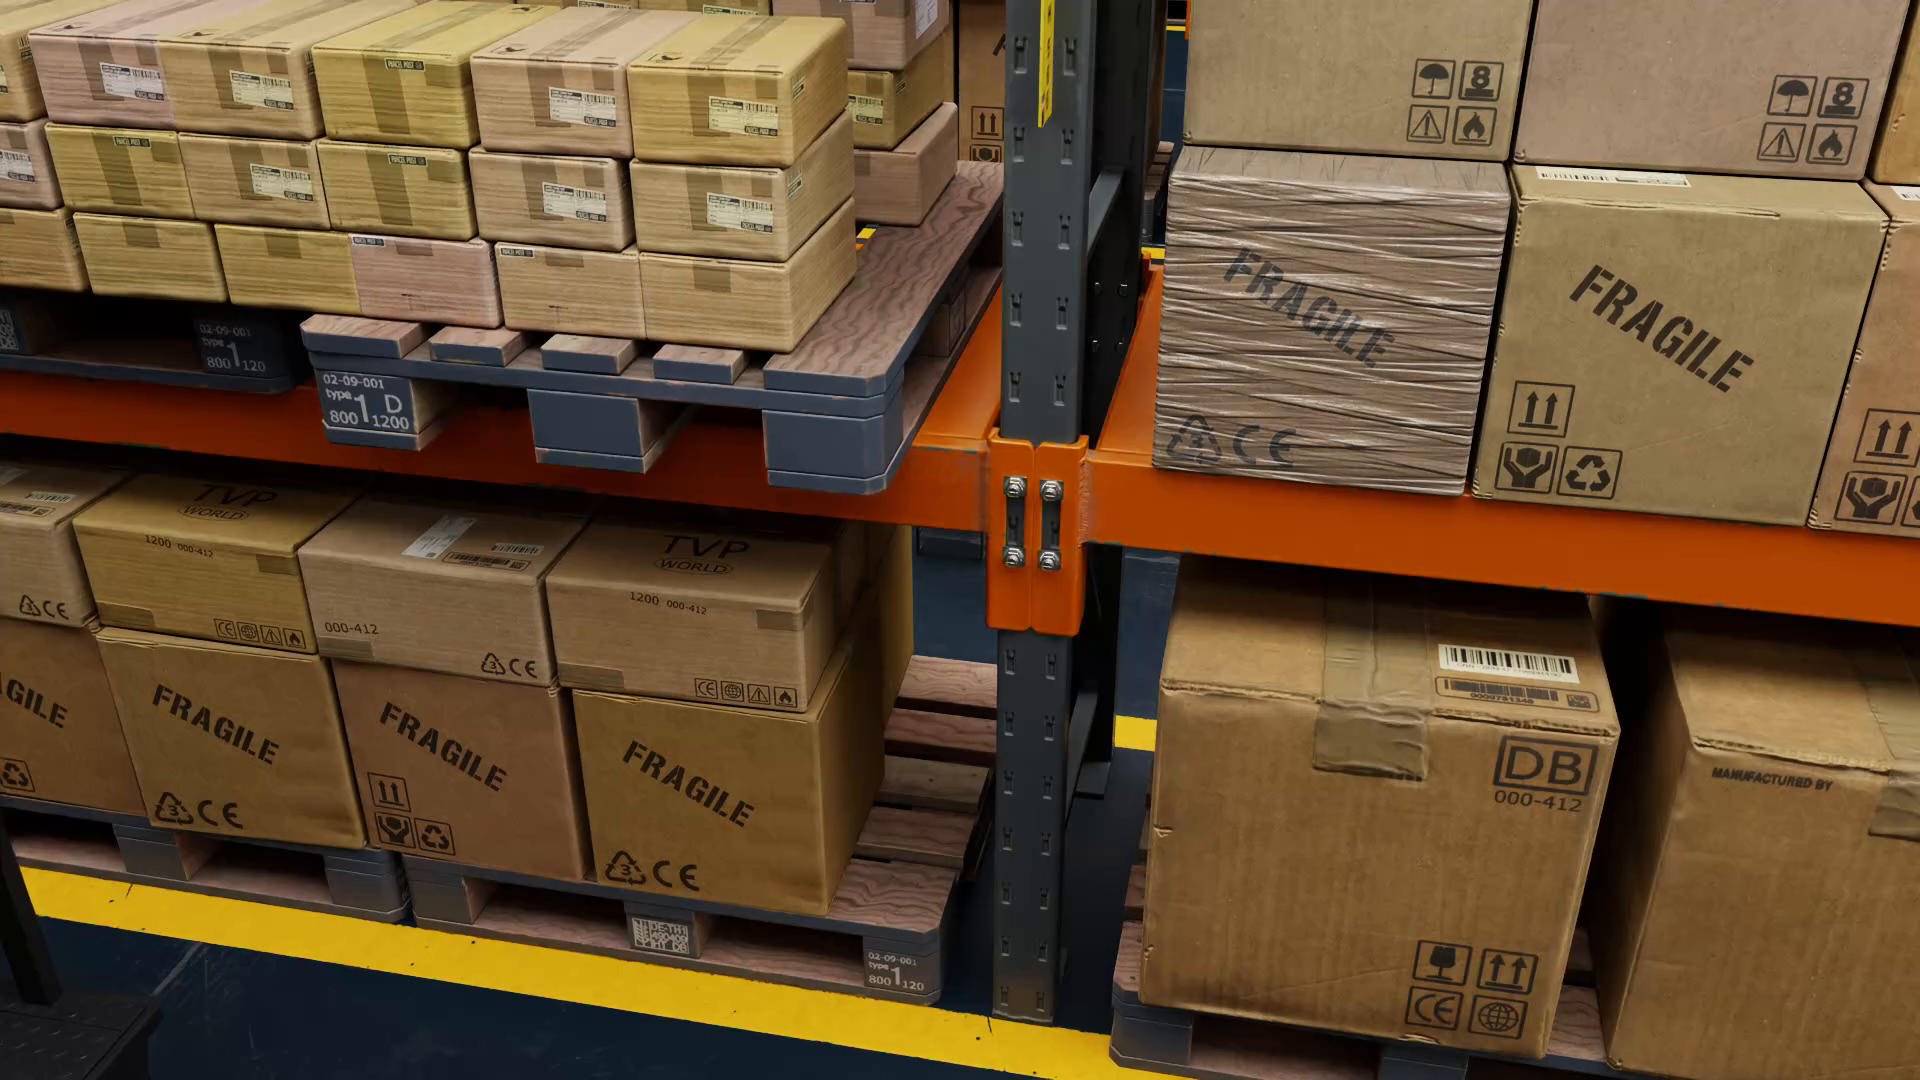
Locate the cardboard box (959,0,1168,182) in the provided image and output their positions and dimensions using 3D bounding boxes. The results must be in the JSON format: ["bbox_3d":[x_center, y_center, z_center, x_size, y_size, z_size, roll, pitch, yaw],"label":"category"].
[{"bbox_3d":[0.509,-2.249,8.010,0.875,0.875,0.875,6,29,10],"label":"cardboard box"}]

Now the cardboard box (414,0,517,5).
[{"bbox_3d":[-0.941,-1.105,3.350,0.250,0.149,0.380,5,29,8],"label":"cardboard box"}]

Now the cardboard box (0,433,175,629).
[{"bbox_3d":[-1.993,-0.068,3.636,0.500,0.250,0.500,7,29,12],"label":"cardboard box"}]

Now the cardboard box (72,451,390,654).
[{"bbox_3d":[-1.482,-0.020,3.548,0.500,0.250,0.500,7,29,12],"label":"cardboard box"}]

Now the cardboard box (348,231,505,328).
[{"bbox_3d":[-0.841,-0.513,2.888,0.250,0.149,0.380,6,29,11],"label":"cardboard box"}]

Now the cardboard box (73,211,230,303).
[{"bbox_3d":[-1.347,-0.566,2.984,0.250,0.149,0.380,5,29,8],"label":"cardboard box"}]

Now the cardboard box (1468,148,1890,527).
[{"bbox_3d":[1.112,-0.376,2.710,0.500,0.500,0.500,6,29,10],"label":"cardboard box"}]

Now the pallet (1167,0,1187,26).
[{"bbox_3d":[1.477,-4.090,12.500,1.213,0.211,1.003,6,29,11],"label":"pallet"}]

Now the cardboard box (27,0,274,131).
[{"bbox_3d":[-1.341,-0.827,2.842,0.250,0.149,0.380,6,29,11],"label":"cardboard box"}]

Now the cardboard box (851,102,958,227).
[{"bbox_3d":[-0.164,-0.768,3.353,0.250,0.149,0.380,5,29,10],"label":"cardboard box"}]

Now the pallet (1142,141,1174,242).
[{"bbox_3d":[0.412,-1.780,8.282,1.213,0.211,1.003,6,29,11],"label":"pallet"}]

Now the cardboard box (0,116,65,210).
[{"bbox_3d":[-1.608,-0.722,2.961,0.250,0.149,0.380,7,29,12],"label":"cardboard box"}]

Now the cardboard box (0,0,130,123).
[{"bbox_3d":[-1.607,-0.853,2.890,0.250,0.149,0.380,7,30,13],"label":"cardboard box"}]

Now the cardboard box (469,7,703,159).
[{"bbox_3d":[-0.588,-0.749,2.699,0.250,0.149,0.380,6,29,10],"label":"cardboard box"}]

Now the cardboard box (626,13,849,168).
[{"bbox_3d":[-0.343,-0.723,2.651,0.250,0.149,0.380,5,29,9],"label":"cardboard box"}]

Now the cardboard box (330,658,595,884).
[{"bbox_3d":[-0.973,0.361,3.632,0.500,0.500,0.500,7,29,13],"label":"cardboard box"}]

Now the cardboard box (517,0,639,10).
[{"bbox_3d":[-0.682,-1.079,3.301,0.250,0.149,0.380,6,29,10],"label":"cardboard box"}]

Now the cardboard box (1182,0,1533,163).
[{"bbox_3d":[0.669,-0.987,2.783,0.500,0.500,0.700,6,29,10],"label":"cardboard box"}]

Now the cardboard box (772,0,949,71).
[{"bbox_3d":[-0.184,-1.027,3.207,0.250,0.149,0.380,6,29,11],"label":"cardboard box"}]

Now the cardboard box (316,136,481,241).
[{"bbox_3d":[-0.866,-0.645,2.820,0.250,0.149,0.380,7,29,12],"label":"cardboard box"}]

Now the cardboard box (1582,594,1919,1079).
[{"bbox_3d":[1.664,0.438,3.232,0.750,0.750,1.050,6,29,11],"label":"cardboard box"}]

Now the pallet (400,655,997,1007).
[{"bbox_3d":[-0.532,0.590,3.952,1.213,0.211,1.003,6,29,11],"label":"pallet"}]

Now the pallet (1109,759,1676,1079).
[{"bbox_3d":[0.987,0.784,3.599,1.213,0.211,1.003,6,29,11],"label":"pallet"}]

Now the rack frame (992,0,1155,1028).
[{"bbox_3d":[0.232,-0.554,3.138,0.127,3.000,1.000,6,29,11],"label":"rack frame"}]

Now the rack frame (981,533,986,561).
[{"bbox_3d":[0.091,-0.385,5.017,0.006,0.900,0.240,6,29,11],"label":"rack frame"}]

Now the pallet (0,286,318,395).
[{"bbox_3d":[-1.713,-0.649,3.512,1.213,0.211,1.003,6,29,11],"label":"pallet"}]

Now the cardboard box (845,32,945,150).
[{"bbox_3d":[-0.199,-0.901,3.287,0.250,0.149,0.380,7,30,13],"label":"cardboard box"}]

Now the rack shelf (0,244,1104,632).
[{"bbox_3d":[-1.724,-0.439,3.677,4.000,0.370,1.077,6,29,11],"label":"rack shelf"}]

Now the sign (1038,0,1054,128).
[{"bbox_3d":[0.128,-0.771,2.412,0.005,0.325,0.100,6,29,11],"label":"sign"}]

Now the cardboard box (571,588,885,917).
[{"bbox_3d":[-0.466,0.415,3.534,0.500,0.500,0.500,6,29,10],"label":"cardboard box"}]

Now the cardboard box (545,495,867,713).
[{"bbox_3d":[-0.492,0.084,3.358,0.500,0.250,0.500,5,29,9],"label":"cardboard box"}]

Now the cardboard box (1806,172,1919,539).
[{"bbox_3d":[1.606,-0.326,2.617,0.500,0.500,0.500,6,29,11],"label":"cardboard box"}]

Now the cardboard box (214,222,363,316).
[{"bbox_3d":[-1.084,-0.540,2.936,0.250,0.149,0.380,5,29,10],"label":"cardboard box"}]

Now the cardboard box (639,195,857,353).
[{"bbox_3d":[-0.347,-0.462,2.794,0.250,0.149,0.380,6,29,11],"label":"cardboard box"}]

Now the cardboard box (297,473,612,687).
[{"bbox_3d":[-0.988,0.038,3.441,0.500,0.250,0.500,6,29,11],"label":"cardboard box"}]

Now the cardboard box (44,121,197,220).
[{"bbox_3d":[-1.353,-0.697,2.913,0.250,0.149,0.380,6,29,10],"label":"cardboard box"}]

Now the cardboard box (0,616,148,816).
[{"bbox_3d":[-1.980,0.254,3.828,0.500,0.500,0.500,6,29,11],"label":"cardboard box"}]

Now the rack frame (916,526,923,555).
[{"bbox_3d":[-0.107,-0.406,5.054,0.006,0.900,0.240,6,29,11],"label":"rack frame"}]

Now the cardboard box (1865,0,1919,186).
[{"bbox_3d":[1.666,-0.886,2.600,0.500,0.500,0.700,5,29,10],"label":"cardboard box"}]

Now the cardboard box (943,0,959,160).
[{"bbox_3d":[-0.363,-2.341,8.177,0.875,0.875,0.875,6,29,11],"label":"cardboard box"}]

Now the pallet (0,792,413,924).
[{"bbox_3d":[-1.721,0.467,4.178,1.213,0.211,1.003,6,29,11],"label":"pallet"}]

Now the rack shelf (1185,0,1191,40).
[{"bbox_3d":[-0.789,-2.774,7.942,4.000,0.370,1.077,6,29,11],"label":"rack shelf"}]

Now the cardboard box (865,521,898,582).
[{"bbox_3d":[-0.392,-0.154,3.792,0.500,0.250,0.500,5,29,8],"label":"cardboard box"}]

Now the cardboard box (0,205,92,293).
[{"bbox_3d":[-1.600,-0.593,3.033,0.250,0.149,0.380,7,29,12],"label":"cardboard box"}]

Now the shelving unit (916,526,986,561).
[{"bbox_3d":[-0.008,-0.396,5.035,0.210,0.900,0.258,6,29,11],"label":"shelving unit"}]

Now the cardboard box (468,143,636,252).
[{"bbox_3d":[-0.608,-0.620,2.774,0.250,0.149,0.380,7,29,12],"label":"cardboard box"}]

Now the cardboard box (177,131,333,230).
[{"bbox_3d":[-1.110,-0.671,2.866,0.250,0.149,0.380,6,29,11],"label":"cardboard box"}]

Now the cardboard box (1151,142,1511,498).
[{"bbox_3d":[0.615,-0.426,2.800,0.500,0.500,0.500,6,29,11],"label":"cardboard box"}]

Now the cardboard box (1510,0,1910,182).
[{"bbox_3d":[1.164,-0.937,2.692,0.500,0.500,0.700,5,29,10],"label":"cardboard box"}]

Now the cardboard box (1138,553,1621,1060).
[{"bbox_3d":[0.809,0.352,3.389,0.750,0.750,1.050,5,29,10],"label":"cardboard box"}]

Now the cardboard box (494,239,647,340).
[{"bbox_3d":[-0.589,-0.487,2.841,0.250,0.149,0.380,6,29,10],"label":"cardboard box"}]

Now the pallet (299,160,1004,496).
[{"bbox_3d":[-0.487,-0.491,3.223,1.003,0.211,1.213,6,29,11],"label":"pallet"}]

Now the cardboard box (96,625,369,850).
[{"bbox_3d":[-1.494,0.316,3.715,0.500,0.500,0.500,5,29,8],"label":"cardboard box"}]

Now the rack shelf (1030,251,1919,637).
[{"bbox_3d":[2.188,-0.038,2.945,4.000,0.370,1.077,6,29,11],"label":"rack shelf"}]

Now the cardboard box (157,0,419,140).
[{"bbox_3d":[-1.106,-0.800,2.793,0.250,0.149,0.380,7,29,12],"label":"cardboard box"}]

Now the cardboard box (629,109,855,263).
[{"bbox_3d":[-0.346,-0.594,2.726,0.250,0.149,0.380,6,29,12],"label":"cardboard box"}]

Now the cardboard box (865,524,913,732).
[{"bbox_3d":[-0.407,0.168,3.986,0.500,0.500,0.500,5,29,8],"label":"cardboard box"}]

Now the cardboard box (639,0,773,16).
[{"bbox_3d":[-0.443,-1.052,3.253,0.250,0.149,0.380,5,29,9],"label":"cardboard box"}]

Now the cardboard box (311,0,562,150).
[{"bbox_3d":[-0.844,-0.775,2.747,0.250,0.149,0.380,7,29,12],"label":"cardboard box"}]
